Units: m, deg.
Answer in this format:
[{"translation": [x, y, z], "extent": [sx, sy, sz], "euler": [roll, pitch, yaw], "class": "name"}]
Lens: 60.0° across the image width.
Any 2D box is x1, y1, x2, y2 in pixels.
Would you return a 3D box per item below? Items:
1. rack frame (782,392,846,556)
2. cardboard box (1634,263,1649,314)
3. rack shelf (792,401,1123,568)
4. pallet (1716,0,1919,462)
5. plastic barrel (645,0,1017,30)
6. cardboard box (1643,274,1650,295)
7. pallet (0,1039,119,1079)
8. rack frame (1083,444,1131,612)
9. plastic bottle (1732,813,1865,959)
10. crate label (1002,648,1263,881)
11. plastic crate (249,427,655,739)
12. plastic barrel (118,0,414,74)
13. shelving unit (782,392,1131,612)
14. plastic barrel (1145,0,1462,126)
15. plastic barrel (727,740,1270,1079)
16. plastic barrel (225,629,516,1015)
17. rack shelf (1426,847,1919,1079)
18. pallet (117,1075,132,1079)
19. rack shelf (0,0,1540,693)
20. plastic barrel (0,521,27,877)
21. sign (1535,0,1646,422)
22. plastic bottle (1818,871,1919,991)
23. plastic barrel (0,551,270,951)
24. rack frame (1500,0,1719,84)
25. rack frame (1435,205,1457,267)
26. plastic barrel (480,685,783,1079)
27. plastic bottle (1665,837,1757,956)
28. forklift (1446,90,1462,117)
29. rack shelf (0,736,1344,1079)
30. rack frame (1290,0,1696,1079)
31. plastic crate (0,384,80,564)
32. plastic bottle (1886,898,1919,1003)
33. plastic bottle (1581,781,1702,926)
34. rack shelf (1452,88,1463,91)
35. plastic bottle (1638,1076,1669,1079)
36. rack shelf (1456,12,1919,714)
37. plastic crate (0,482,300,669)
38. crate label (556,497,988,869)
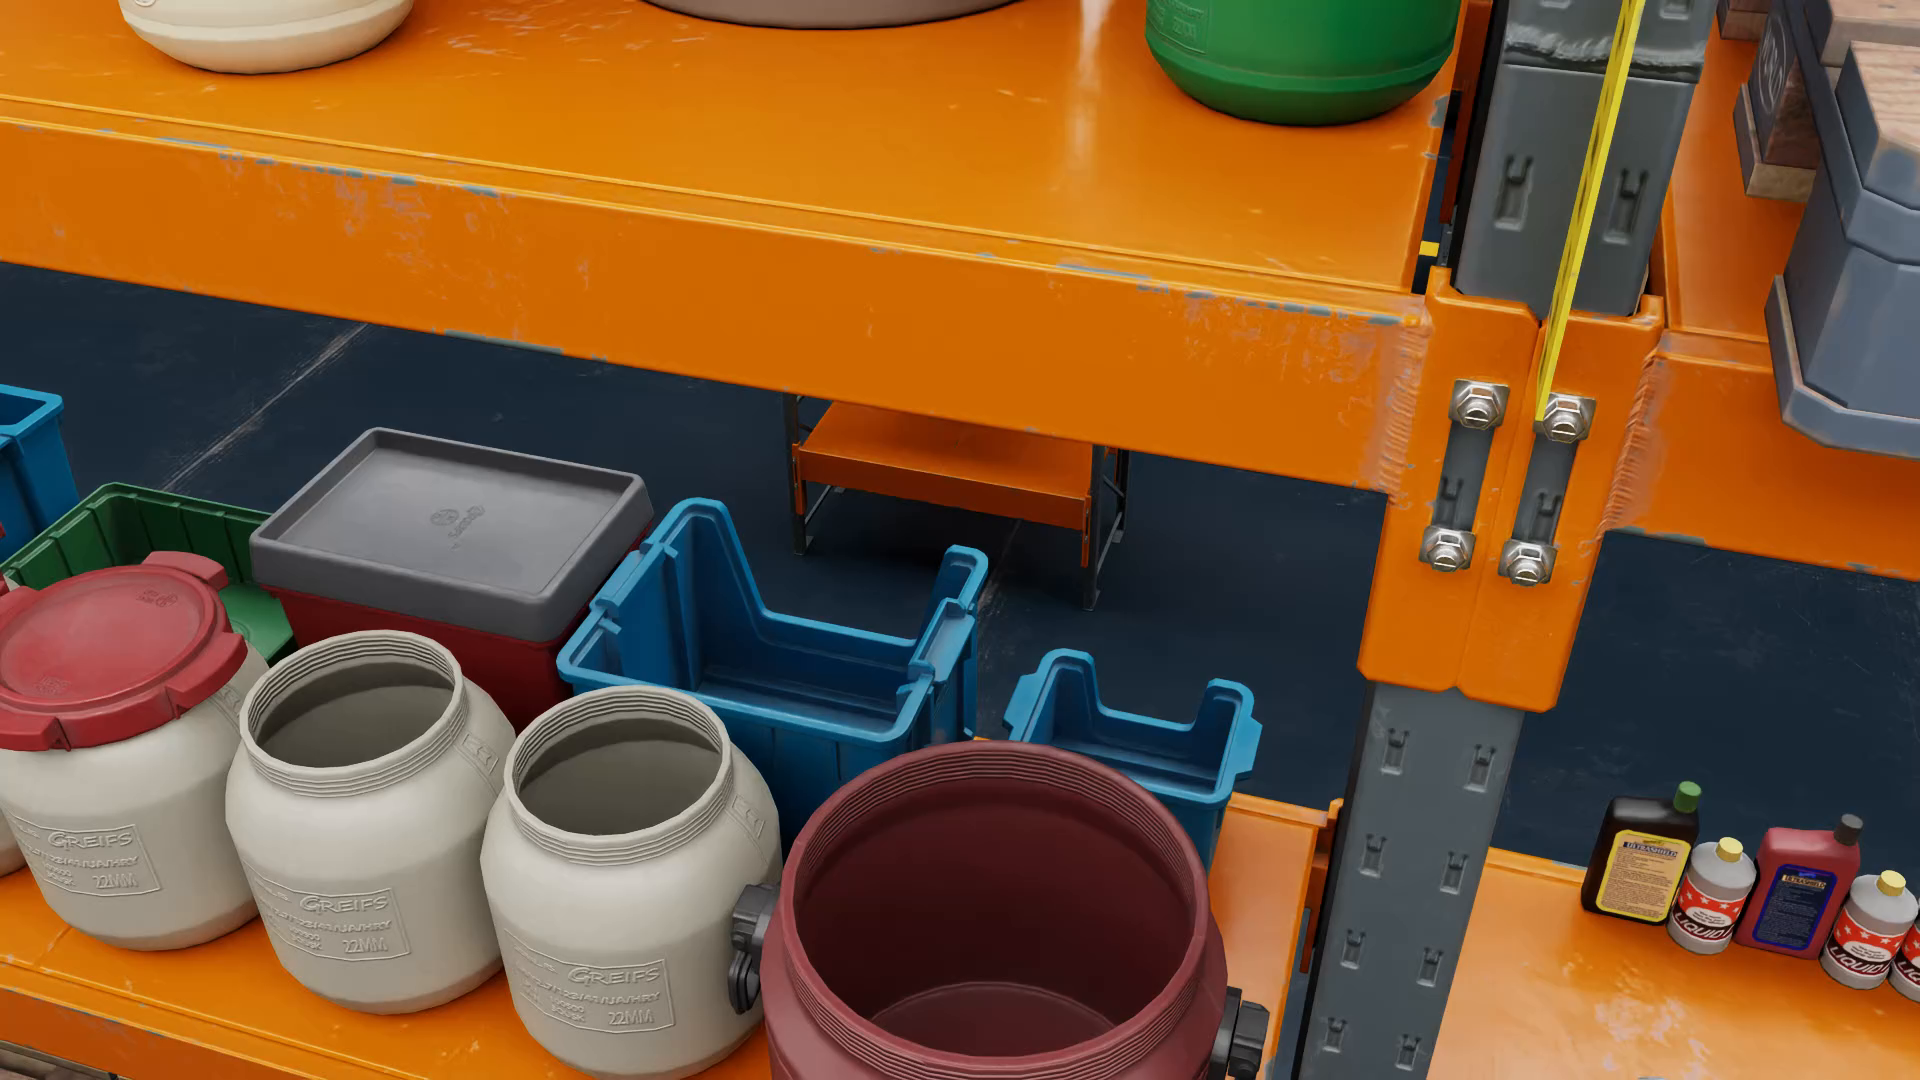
[{"translation": [-0.479, -0.542, 5.537], "extent": [0.032, 1.125, 0.500], "euler": [10, 38, 14], "class": "rack frame"}, {"translation": [2.406, -1.117, 6.475], "extent": [0.500, 0.500, 0.500], "euler": [12, 38, 16], "class": "cardboard box"}, {"translation": [0.006, -0.255, 5.560], "extent": [1.000, 0.278, 0.538], "euler": [10, 38, 14], "class": "rack shelf"}, {"translation": [1.277, -0.328, 1.295], "extent": [1.213, 0.211, 1.003], "euler": [10, 38, 14], "class": "pallet"}, {"translation": [-0.143, -1.065, 1.713], "extent": [0.600, 0.901, 0.600], "euler": [0, 36, 0], "class": "plastic barrel"}, {"translation": [2.907, -1.028, 6.354], "extent": [0.500, 0.500, 0.500], "euler": [9, 37, 12], "class": "cardboard box"}, {"translation": [-2.481, 1.146, 4.015], "extent": [1.213, 0.211, 1.003], "euler": [10, 38, 14], "class": "pallet"}, {"translation": [0.492, -0.362, 5.293], "extent": [0.032, 1.125, 0.500], "euler": [10, 38, 14], "class": "rack frame"}, {"translation": [1.310, 0.531, 2.597], "extent": [0.133, 0.283, 0.061], "euler": [10, 38, 14], "class": "plastic bottle"}, {"translation": [0.286, 0.394, 2.826], "extent": [0.416, 0.233, 0.303], "euler": [10, 38, 14], "class": "crate label"}, {"translation": [-0.875, 0.128, 2.991], "extent": [0.583, 0.464, 0.402], "euler": [10, 38, 14], "class": "plastic crate"}, {"translation": [-0.707, -0.632, 1.664], "extent": [0.301, 0.262, 0.301], "euler": [0, 36, 0], "class": "plastic barrel"}, {"translation": [0.006, -0.452, 5.415], "extent": [1.048, 1.125, 0.538], "euler": [10, 38, 14], "class": "shelving unit"}, {"translation": [0.325, -0.547, 1.564], "extent": [0.294, 0.245, 0.294], "euler": [0, 36, 0], "class": "plastic barrel"}, {"translation": [0.043, 0.648, 2.225], "extent": [0.708, 0.536, 0.600], "euler": [10, 38, 14], "class": "plastic barrel"}, {"translation": [-0.871, 0.433, 2.538], "extent": [0.421, 0.512, 0.421], "euler": [0, 36, 0], "class": "plastic barrel"}, {"translation": [2.485, 1.256, 2.120], "extent": [4.000, 0.370, 1.077], "euler": [10, 38, 14], "class": "rack shelf"}, {"translation": [-1.312, 1.360, 3.724], "extent": [1.213, 0.211, 1.003], "euler": [10, 38, 14], "class": "pallet"}, {"translation": [-1.333, -0.659, 2.191], "extent": [4.000, 0.370, 1.077], "euler": [10, 38, 14], "class": "rack shelf"}, {"translation": [-1.694, 0.274, 2.732], "extent": [0.433, 0.535, 0.433], "euler": [0, 36, 0], "class": "plastic barrel"}, {"translation": [0.419, -0.240, 1.104], "extent": [0.005, 0.325, 0.100], "euler": [10, 38, 14], "class": "sign"}, {"translation": [1.415, 0.595, 2.579], "extent": [0.097, 0.201, 0.097], "euler": [0, 36, 0], "class": "plastic bottle"}, {"translation": [-1.281, 0.351, 2.629], "extent": [0.433, 0.535, 0.433], "euler": [0, 36, 0], "class": "plastic barrel"}, {"translation": [0.576, -1.803, 0.608], "extent": [0.127, 3.000, 1.000], "euler": [10, 38, 14], "class": "rack frame"}, {"translation": [2.057, -2.189, 6.194], "extent": [0.127, 3.000, 1.000], "euler": [10, 38, 14], "class": "rack frame"}, {"translation": [-0.469, 0.507, 2.436], "extent": [0.421, 0.512, 0.421], "euler": [0, 36, 0], "class": "plastic barrel"}, {"translation": [1.194, 0.554, 2.635], "extent": [0.097, 0.201, 0.097], "euler": [0, 36, 0], "class": "plastic bottle"}, {"translation": [3.257, -3.757, 8.382], "extent": [3.031, 2.935, 1.130], "euler": [-8, 37, -11], "class": "forklift"}, {"translation": [-1.333, 0.549, 3.080], "extent": [4.000, 0.370, 1.077], "euler": [10, 38, 14], "class": "rack shelf"}, {"translation": [0.576, 0.613, 2.387], "extent": [0.127, 3.000, 1.000], "euler": [10, 38, 14], "class": "rack frame"}, {"translation": [-2.096, -0.069, 3.326], "extent": [0.575, 0.384, 0.392], "euler": [10, 38, 14], "class": "plastic crate"}, {"translation": [1.507, 0.612, 2.556], "extent": [0.097, 0.201, 0.097], "euler": [0, 36, 0], "class": "plastic bottle"}, {"translation": [1.090, 0.490, 2.652], "extent": [0.133, 0.283, 0.061], "euler": [10, 38, 14], "class": "plastic bottle"}, {"translation": [0.148, -2.253, 6.887], "extent": [4.000, 0.370, 1.077], "euler": [10, 38, 14], "class": "rack shelf"}, {"translation": [0.938, 0.836, 2.188], "extent": [0.135, 0.276, 0.152], "euler": [10, 38, 14], "class": "plastic bottle"}, {"translation": [2.485, 0.048, 1.230], "extent": [4.000, 0.370, 1.077], "euler": [10, 38, 14], "class": "rack shelf"}, {"translation": [-1.495, 0.139, 3.209], "extent": [0.662, 0.188, 0.450], "euler": [10, 38, 14], "class": "plastic crate"}, {"translation": [-0.291, 0.270, 2.823], "extent": [0.616, 0.435, 0.502], "euler": [10, 38, 14], "class": "crate label"}]
